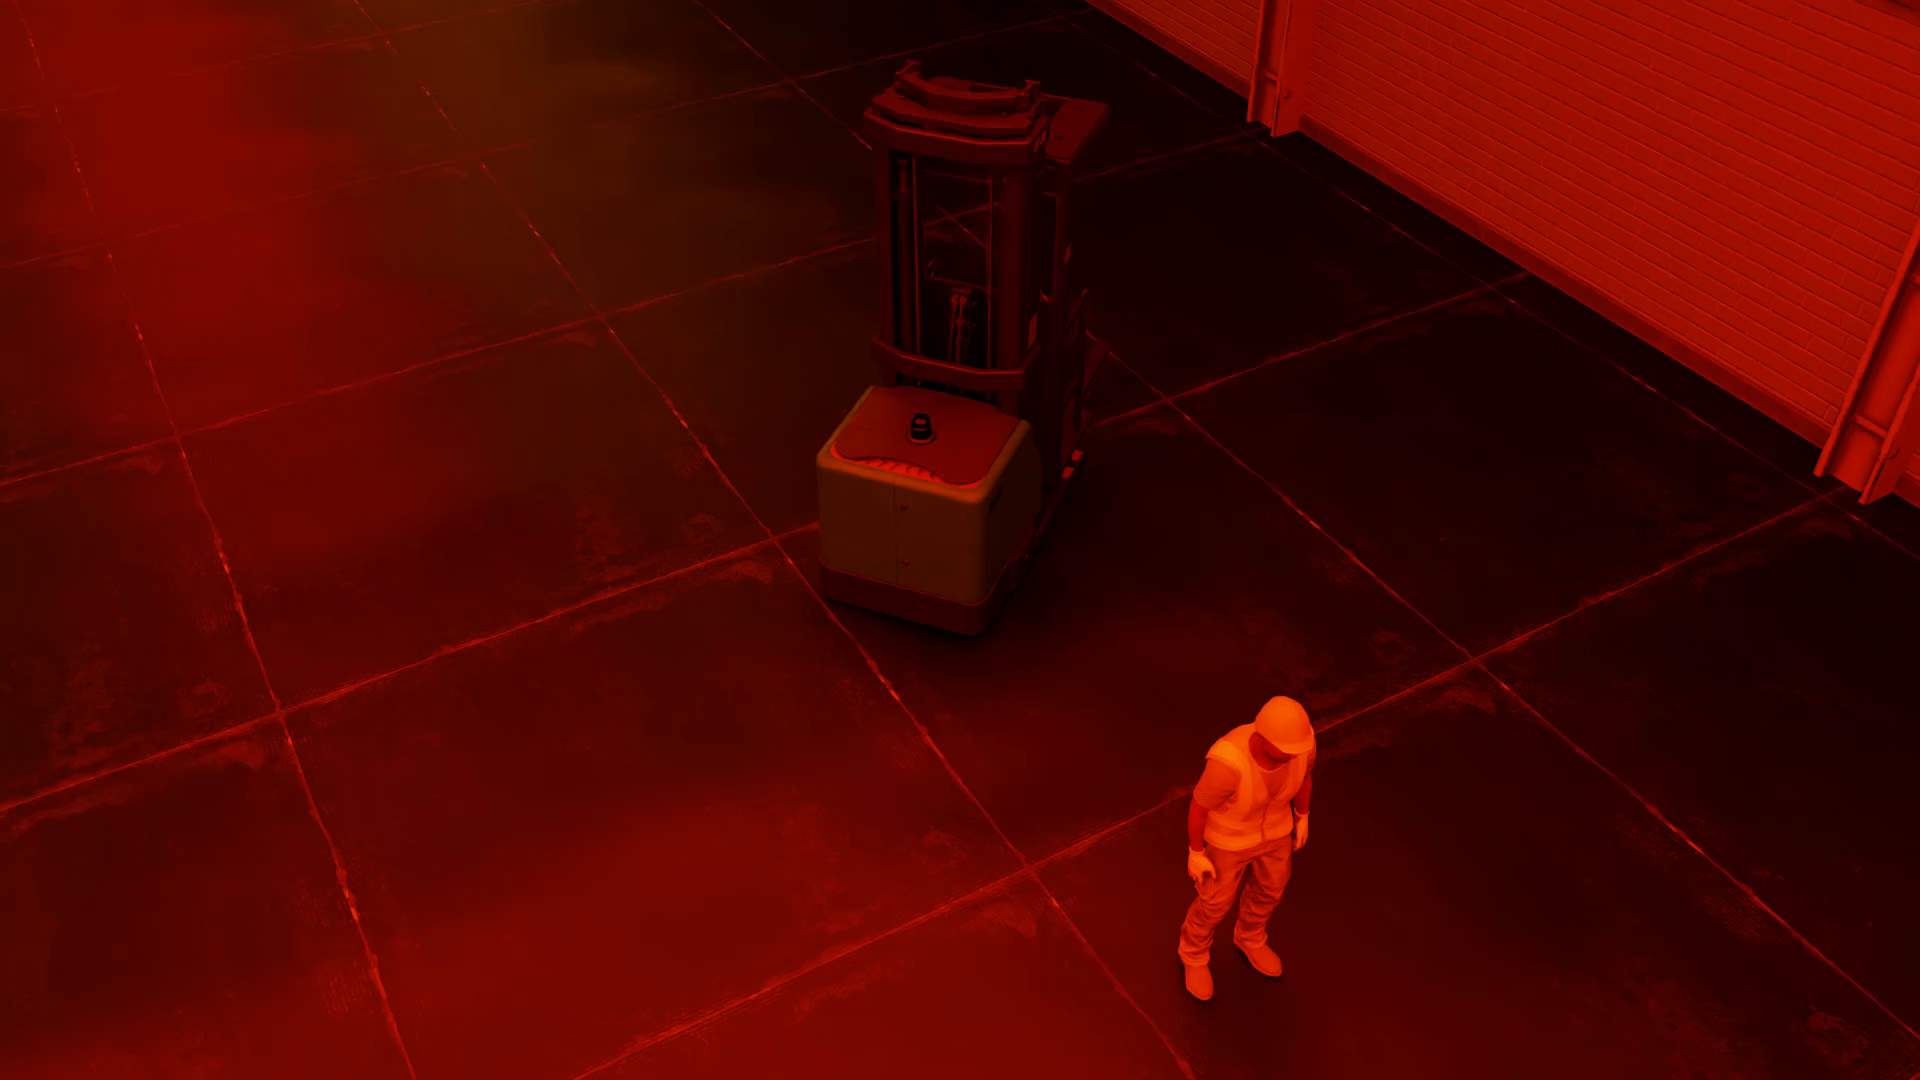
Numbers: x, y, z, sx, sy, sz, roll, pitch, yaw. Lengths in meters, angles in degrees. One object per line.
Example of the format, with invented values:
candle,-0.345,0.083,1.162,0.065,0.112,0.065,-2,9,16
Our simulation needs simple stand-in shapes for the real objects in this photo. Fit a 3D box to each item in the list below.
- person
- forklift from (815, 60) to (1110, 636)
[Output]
person,1.282,1.316,7.360,0.616,1.772,0.449,-15,42,-17
forklift,0.188,-1.524,9.873,1.130,2.935,3.031,14,42,16
